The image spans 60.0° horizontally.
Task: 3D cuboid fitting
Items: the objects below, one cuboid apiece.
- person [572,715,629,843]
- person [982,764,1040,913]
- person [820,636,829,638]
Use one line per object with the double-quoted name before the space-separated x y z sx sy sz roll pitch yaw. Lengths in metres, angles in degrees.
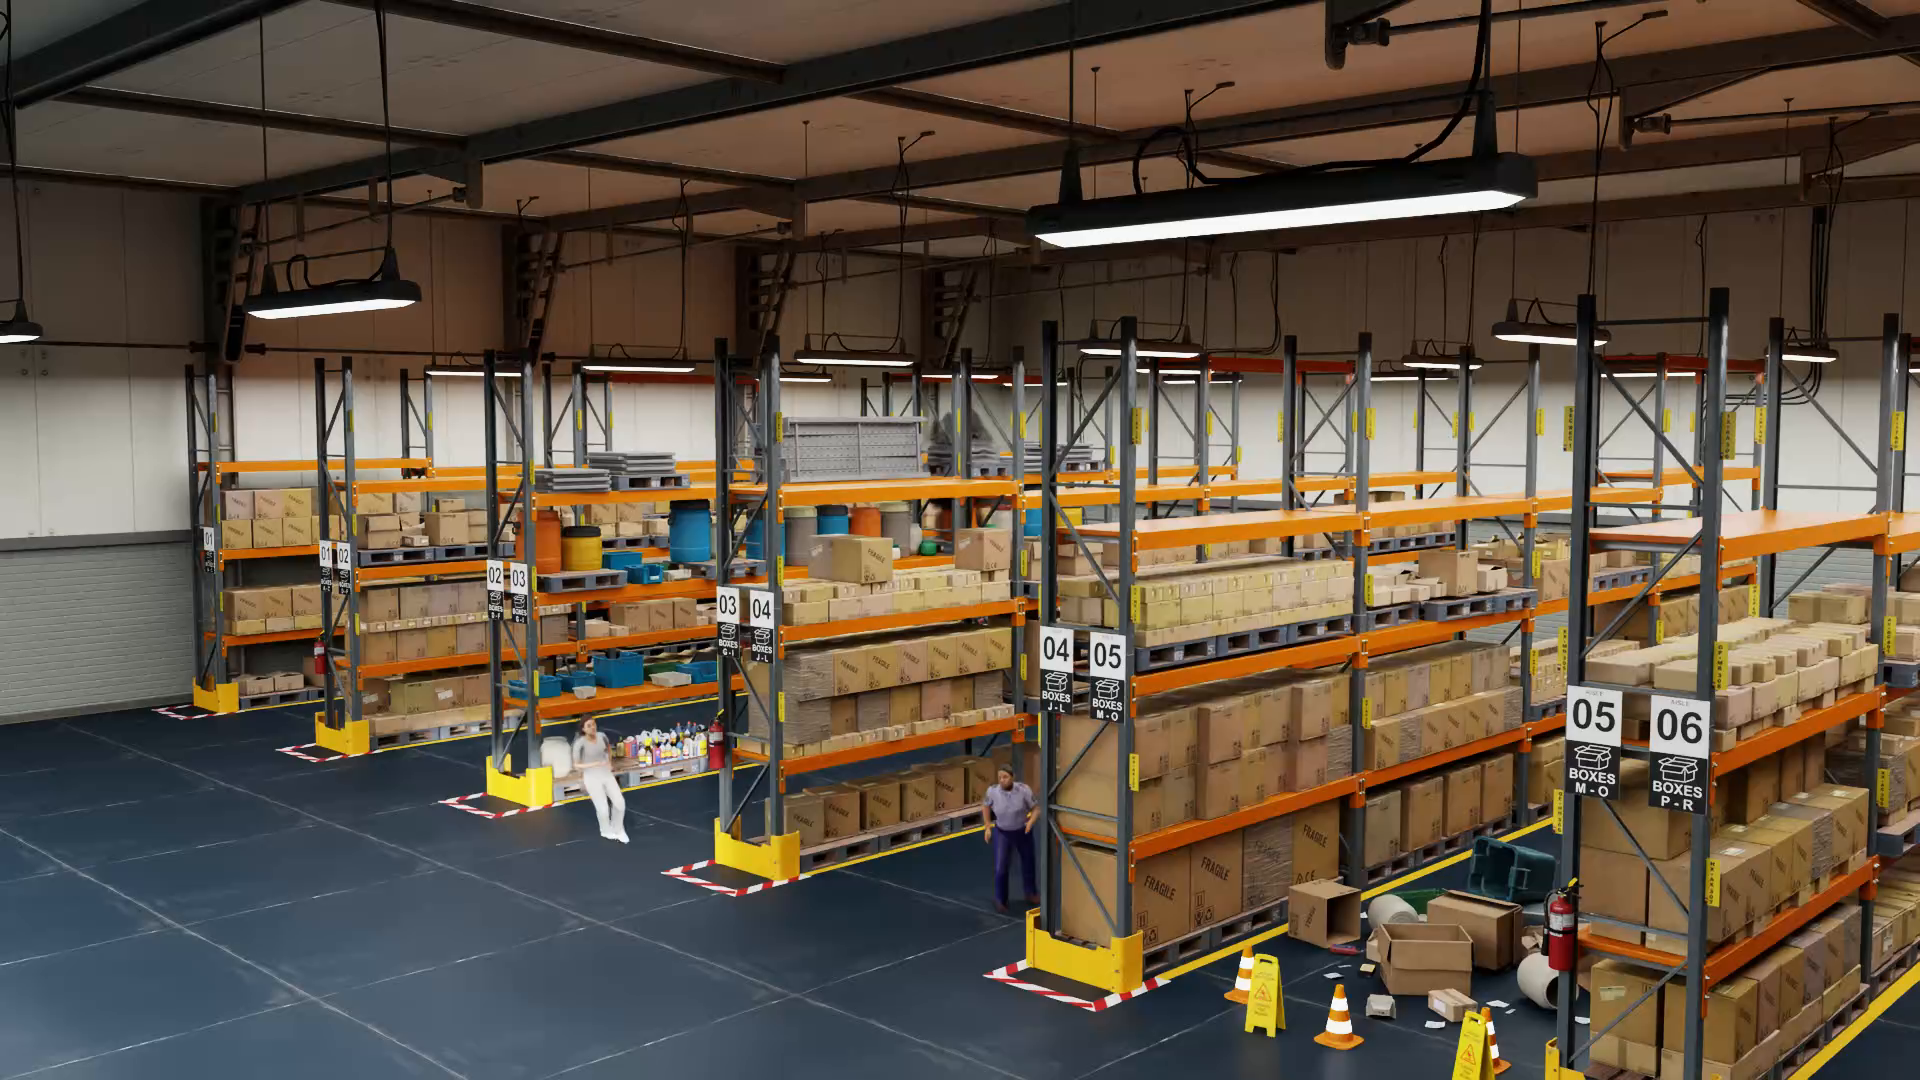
"person" -4.298 2.852 19.806 0.701 1.608 0.631 -3 5 -35
"person" 0.572 3.101 17.243 0.654 1.624 0.803 0 4 -5
"person" -2.702 2.009 29.814 0.612 1.839 0.854 3 6 38
